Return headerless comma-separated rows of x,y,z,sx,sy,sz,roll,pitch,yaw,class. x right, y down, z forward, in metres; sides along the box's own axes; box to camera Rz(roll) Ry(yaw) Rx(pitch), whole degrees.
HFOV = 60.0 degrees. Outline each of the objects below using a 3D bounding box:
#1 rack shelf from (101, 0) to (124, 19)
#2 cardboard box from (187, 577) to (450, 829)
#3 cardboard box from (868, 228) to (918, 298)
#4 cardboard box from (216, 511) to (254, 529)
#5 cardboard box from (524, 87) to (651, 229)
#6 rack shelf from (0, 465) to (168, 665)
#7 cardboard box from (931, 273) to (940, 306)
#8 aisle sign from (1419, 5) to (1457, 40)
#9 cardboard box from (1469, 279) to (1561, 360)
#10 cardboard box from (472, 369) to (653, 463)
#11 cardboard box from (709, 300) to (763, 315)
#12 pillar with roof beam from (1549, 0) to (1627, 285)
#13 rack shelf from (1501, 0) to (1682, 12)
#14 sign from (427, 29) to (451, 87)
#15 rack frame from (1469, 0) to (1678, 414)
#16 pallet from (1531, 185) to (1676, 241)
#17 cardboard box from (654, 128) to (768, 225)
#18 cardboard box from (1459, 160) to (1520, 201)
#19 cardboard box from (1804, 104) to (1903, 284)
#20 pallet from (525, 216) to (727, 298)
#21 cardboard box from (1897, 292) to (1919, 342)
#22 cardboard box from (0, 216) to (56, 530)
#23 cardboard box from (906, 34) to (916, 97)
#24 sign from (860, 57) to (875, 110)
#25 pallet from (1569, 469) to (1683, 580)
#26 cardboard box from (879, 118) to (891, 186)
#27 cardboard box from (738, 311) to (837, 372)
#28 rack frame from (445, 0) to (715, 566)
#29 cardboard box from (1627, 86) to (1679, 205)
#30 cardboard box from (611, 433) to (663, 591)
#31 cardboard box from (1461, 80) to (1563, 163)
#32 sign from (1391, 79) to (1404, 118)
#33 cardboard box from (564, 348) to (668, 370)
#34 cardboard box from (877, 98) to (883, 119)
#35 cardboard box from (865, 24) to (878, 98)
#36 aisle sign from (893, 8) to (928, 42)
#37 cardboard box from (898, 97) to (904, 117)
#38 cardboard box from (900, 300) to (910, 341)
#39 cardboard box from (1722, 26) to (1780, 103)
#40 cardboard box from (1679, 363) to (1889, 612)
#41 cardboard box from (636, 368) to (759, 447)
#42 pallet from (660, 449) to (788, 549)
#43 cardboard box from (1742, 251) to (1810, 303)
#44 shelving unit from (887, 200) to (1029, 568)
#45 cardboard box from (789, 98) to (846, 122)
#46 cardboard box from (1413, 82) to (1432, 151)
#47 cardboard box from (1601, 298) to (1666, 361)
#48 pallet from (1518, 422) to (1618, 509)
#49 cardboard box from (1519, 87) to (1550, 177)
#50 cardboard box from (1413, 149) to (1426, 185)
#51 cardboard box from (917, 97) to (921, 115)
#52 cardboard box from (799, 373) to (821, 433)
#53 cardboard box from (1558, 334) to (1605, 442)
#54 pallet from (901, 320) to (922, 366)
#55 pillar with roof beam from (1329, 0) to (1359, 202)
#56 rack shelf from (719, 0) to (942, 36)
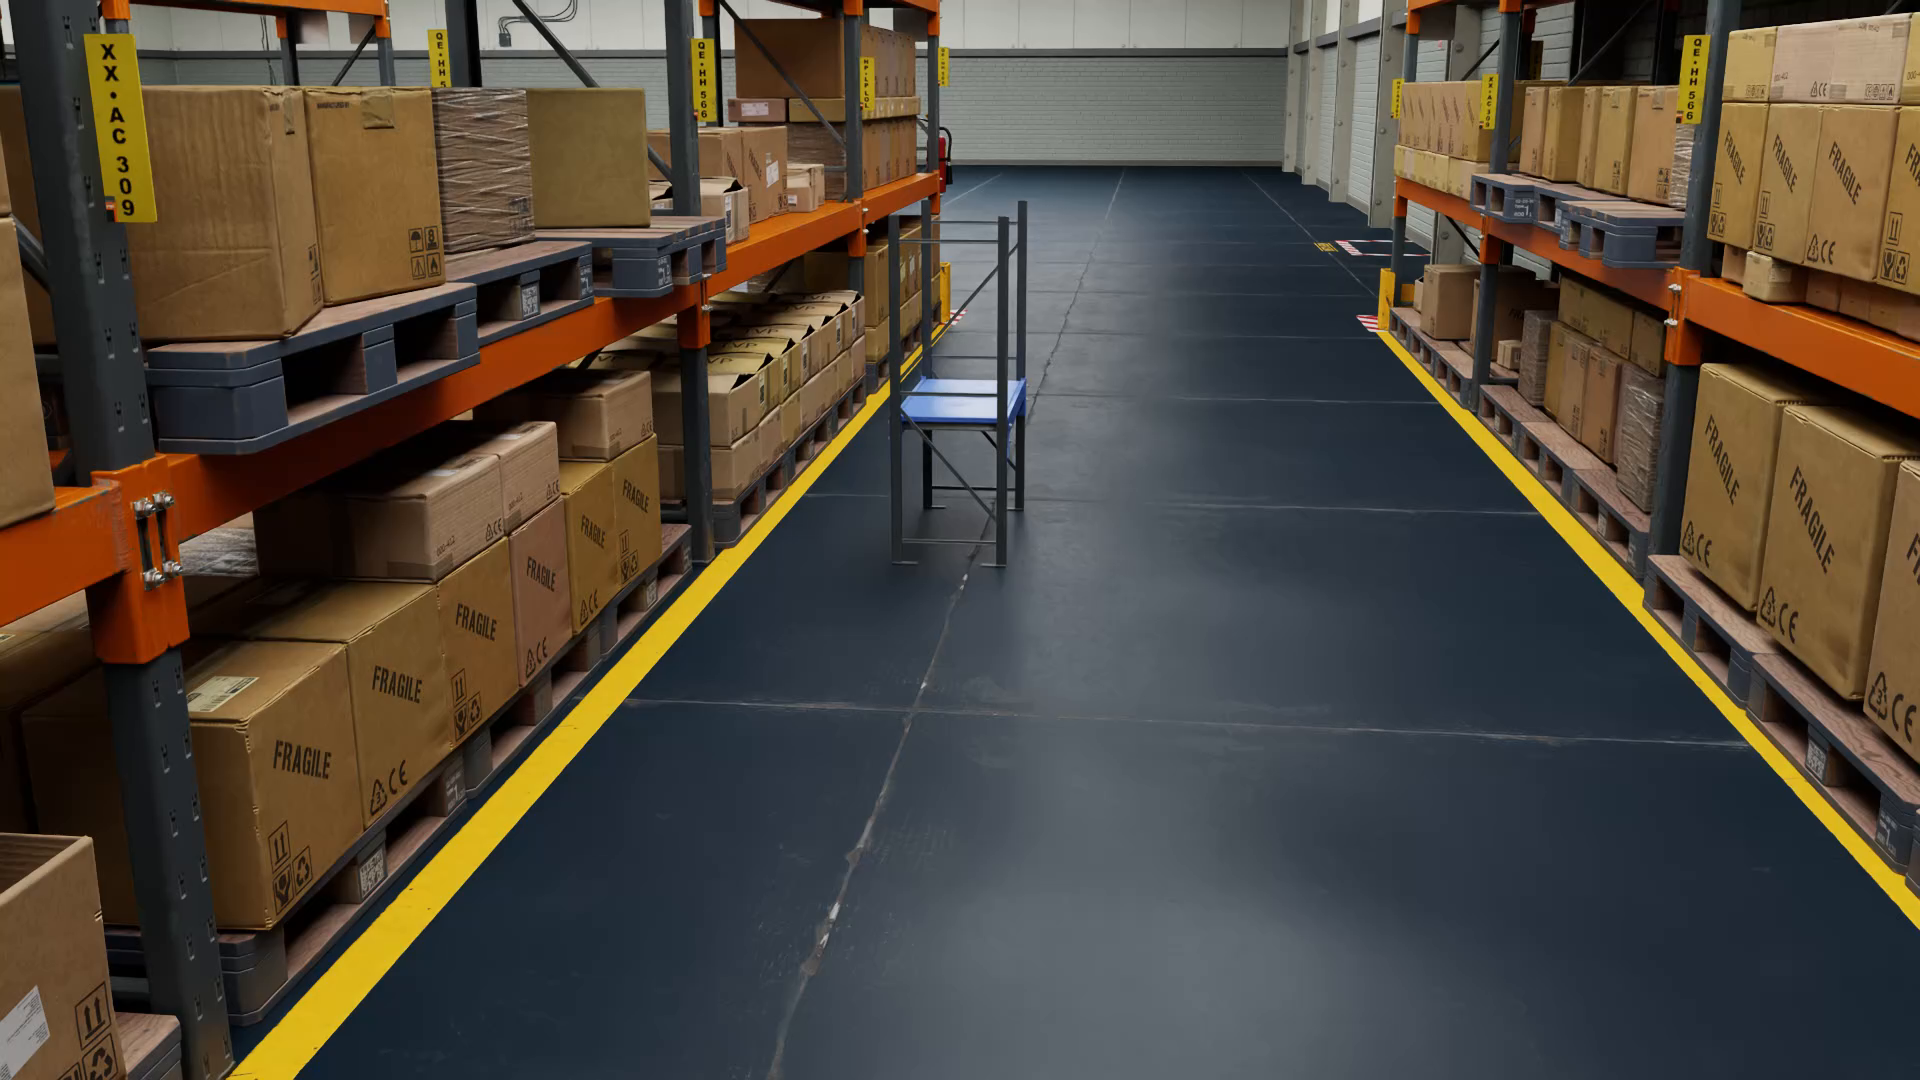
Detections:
-6.282,-3.131,9.127,1.077,0.370,4.000,2,15,6,rack shelf
-1.692,0.410,4.346,0.500,0.500,0.500,2,15,7,cardboard box
-0.605,-2.140,12.856,0.500,0.500,0.500,2,15,6,cardboard box
-2.091,0.140,5.342,0.500,0.500,0.500,1,15,4,cardboard box
-1.546,-1.449,6.279,0.700,0.500,0.500,-3,16,-13,cardboard box
-2.264,0.539,1.302,1.077,0.370,4.000,2,15,6,rack shelf
-0.451,-2.167,14.394,0.500,0.250,0.500,2,15,6,cardboard box
3.949,-4.577,13.863,0.394,0.787,0.004,2,15,6,aisle sign
3.865,-1.533,11.533,0.500,0.500,0.500,1,15,2,cardboard box
-1.461,-0.468,6.157,0.500,0.250,0.500,2,15,8,cardboard box
-1.491,-1.319,10.182,0.500,0.311,0.500,2,15,6,cardboard box
0.742,-6.111,13.021,9.100,9.000,0.400,2,15,6,pillar with roof beam
3.562,-2.839,8.048,1.077,0.370,4.000,2,15,6,rack shelf
-2.138,-1.939,6.869,0.100,0.325,0.005,2,15,6,sign
3.787,-2.257,10.264,1.000,3.000,0.127,2,15,6,rack frame
3.519,-1.642,8.355,1.003,0.211,1.213,2,15,6,pallet
-1.354,-1.985,9.066,0.500,0.500,0.500,2,15,6,cardboard box
3.540,-2.326,10.768,0.500,0.250,0.500,2,15,6,cardboard box
2.901,-1.039,4.957,0.500,0.500,0.500,2,15,6,cardboard box
-1.593,-1.094,6.330,1.213,0.211,1.003,2,15,6,pallet
2.906,-0.632,4.694,0.380,0.149,0.250,2,15,7,cardboard box
-1.839,-0.239,2.606,0.500,0.500,0.500,2,15,7,cardboard box
-0.755,-3.980,13.957,0.700,0.500,0.500,2,15,6,cardboard box
-0.595,-2.910,10.609,0.100,0.325,0.005,2,15,6,sign
3.426,-0.076,7.540,1.003,0.211,1.213,2,15,6,pallet
-0.921,-2.966,12.692,0.700,0.500,0.500,2,15,8,cardboard box
-1.007,-1.170,9.633,0.500,0.311,0.500,2,15,6,cardboard box
-1.587,-1.365,6.963,1.000,3.000,0.127,2,15,6,rack frame
3.415,-1.749,7.348,0.700,0.500,0.500,0,15,1,cardboard box
-1.459,-0.121,6.309,0.500,0.500,0.500,2,15,8,cardboard box
3.533,-2.688,10.670,0.500,0.500,0.500,2,15,6,cardboard box
3.700,-3.729,14.046,0.100,0.325,0.005,2,15,6,sign
-1.720,-0.789,8.222,0.500,0.311,0.500,1,15,5,cardboard box
-0.771,-3.162,12.175,0.380,0.149,0.250,1,15,5,cardboard box
-0.978,-3.453,12.009,0.700,0.500,0.500,2,15,6,cardboard box
-0.385,-4.703,14.328,0.394,0.787,0.004,2,15,6,aisle sign
-0.654,-3.429,13.162,0.380,0.149,0.250,2,15,8,cardboard box
-0.659,-1.648,12.474,0.500,0.250,0.500,2,15,6,cardboard box
3.025,-1.666,5.840,0.500,0.250,0.500,2,15,8,cardboard box
3.123,-0.198,5.962,0.750,0.750,0.750,1,15,6,cardboard box
-1.236,-0.638,7.664,0.500,0.311,0.500,2,15,8,cardboard box
-1.455,-0.231,8.112,1.003,0.211,1.213,2,15,6,pallet
2.918,-0.898,5.680,0.380,0.149,0.250,2,15,8,cardboard box
0.010,-0.746,7.548,0.538,1.500,1.048,2,15,6,shelving unit
-0.912,-2.828,10.939,0.380,0.149,0.250,2,15,6,cardboard box
3.756,-3.217,12.627,0.500,0.500,0.500,1,15,4,cardboard box
3.545,-1.055,8.328,0.500,0.250,0.500,2,15,6,cardboard box
3.566,-0.392,8.707,1.003,0.211,1.213,2,15,6,pallet
3.696,-2.387,9.709,0.700,0.500,0.500,2,15,6,cardboard box
3.760,-2.848,12.696,0.500,0.250,0.500,1,15,5,cardboard box
-0.538,-3.696,14.151,0.380,0.149,0.250,1,15,5,cardboard box
-1.069,-0.766,9.211,0.500,0.250,0.500,2,15,7,cardboard box
3.615,-0.805,8.839,0.700,0.500,0.500,2,15,7,cardboard box
-0.869,-1.579,13.095,1.003,0.211,1.213,2,15,6,pallet
2.773,-10.779,30.286,9.100,9.000,0.400,2,15,6,pillar with roof beam
-0.910,-4.022,12.421,1.077,0.370,4.000,2,15,6,rack shelf
